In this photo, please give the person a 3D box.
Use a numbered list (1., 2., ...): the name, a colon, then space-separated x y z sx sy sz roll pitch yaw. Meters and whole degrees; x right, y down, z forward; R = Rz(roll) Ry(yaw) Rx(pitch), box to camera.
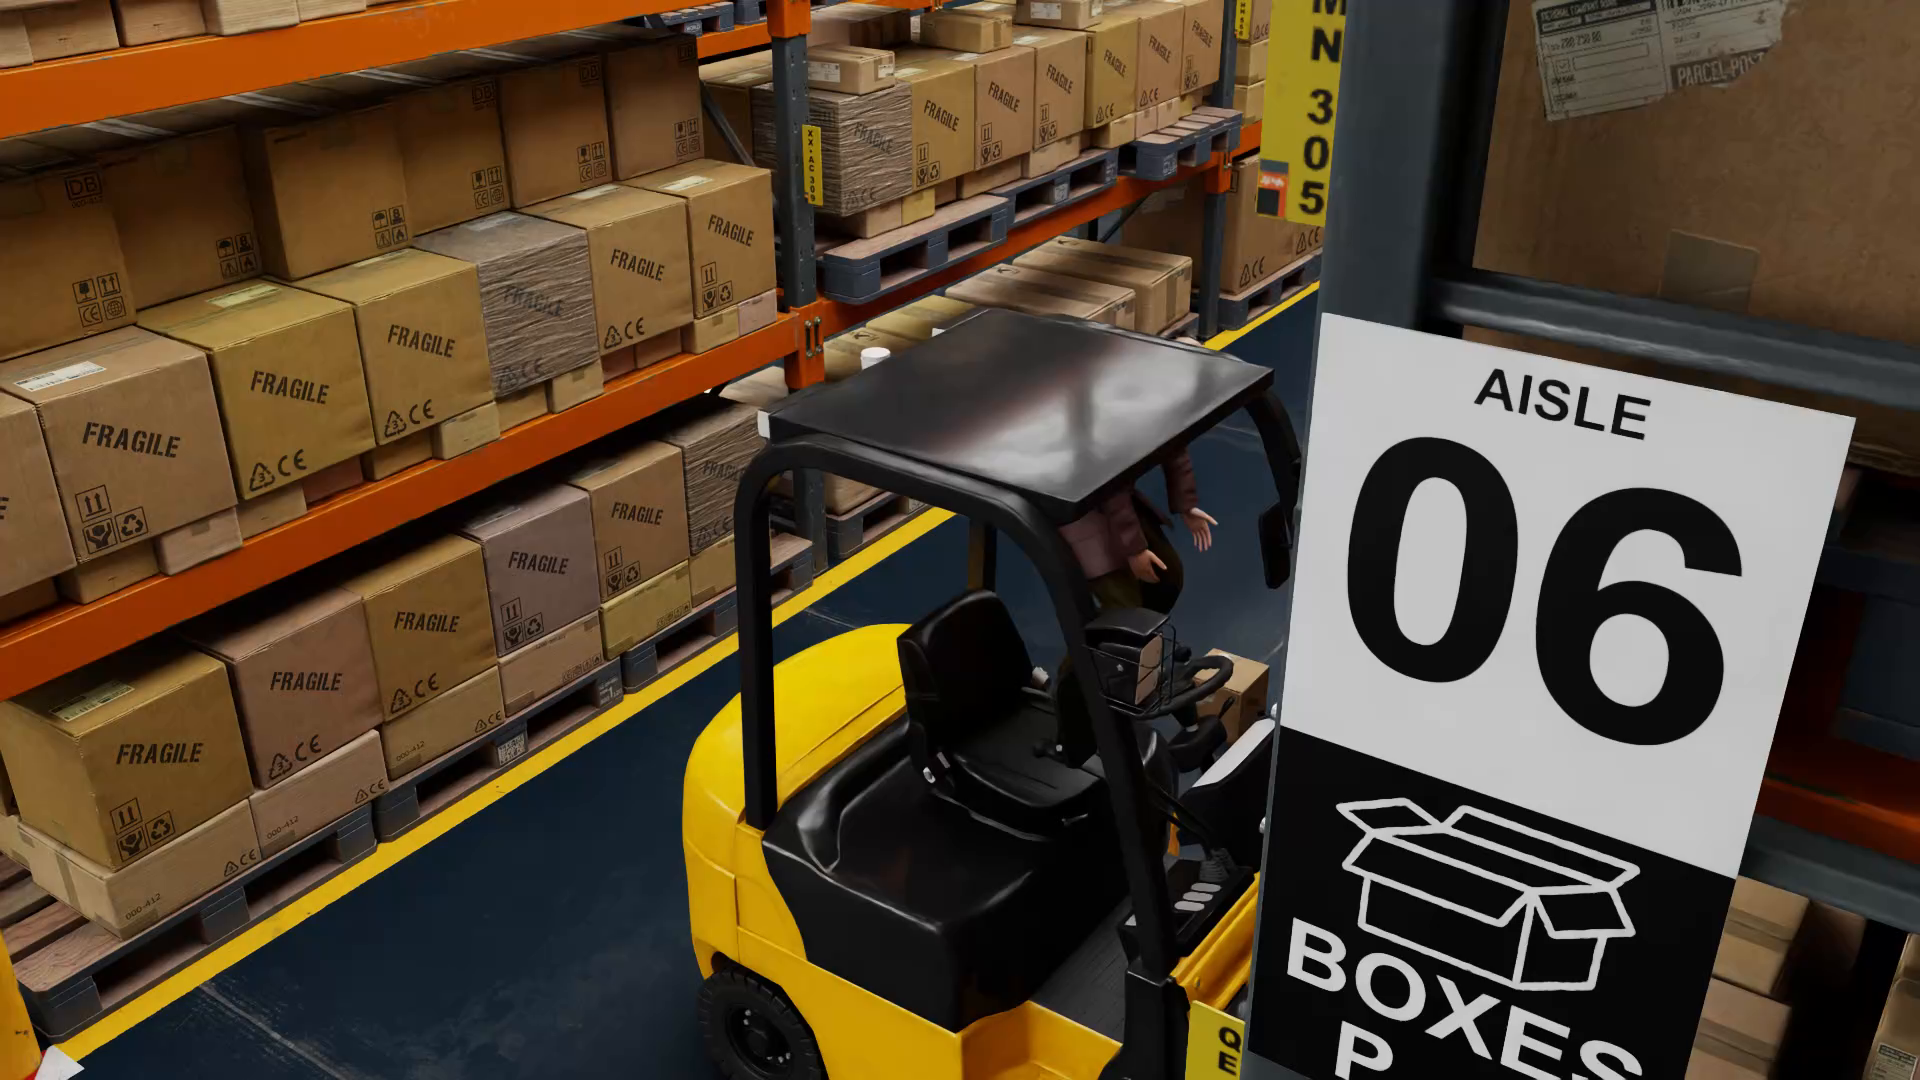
1. person: 0.660 -0.090 6.572 0.612 1.552 0.626 17 31 31
